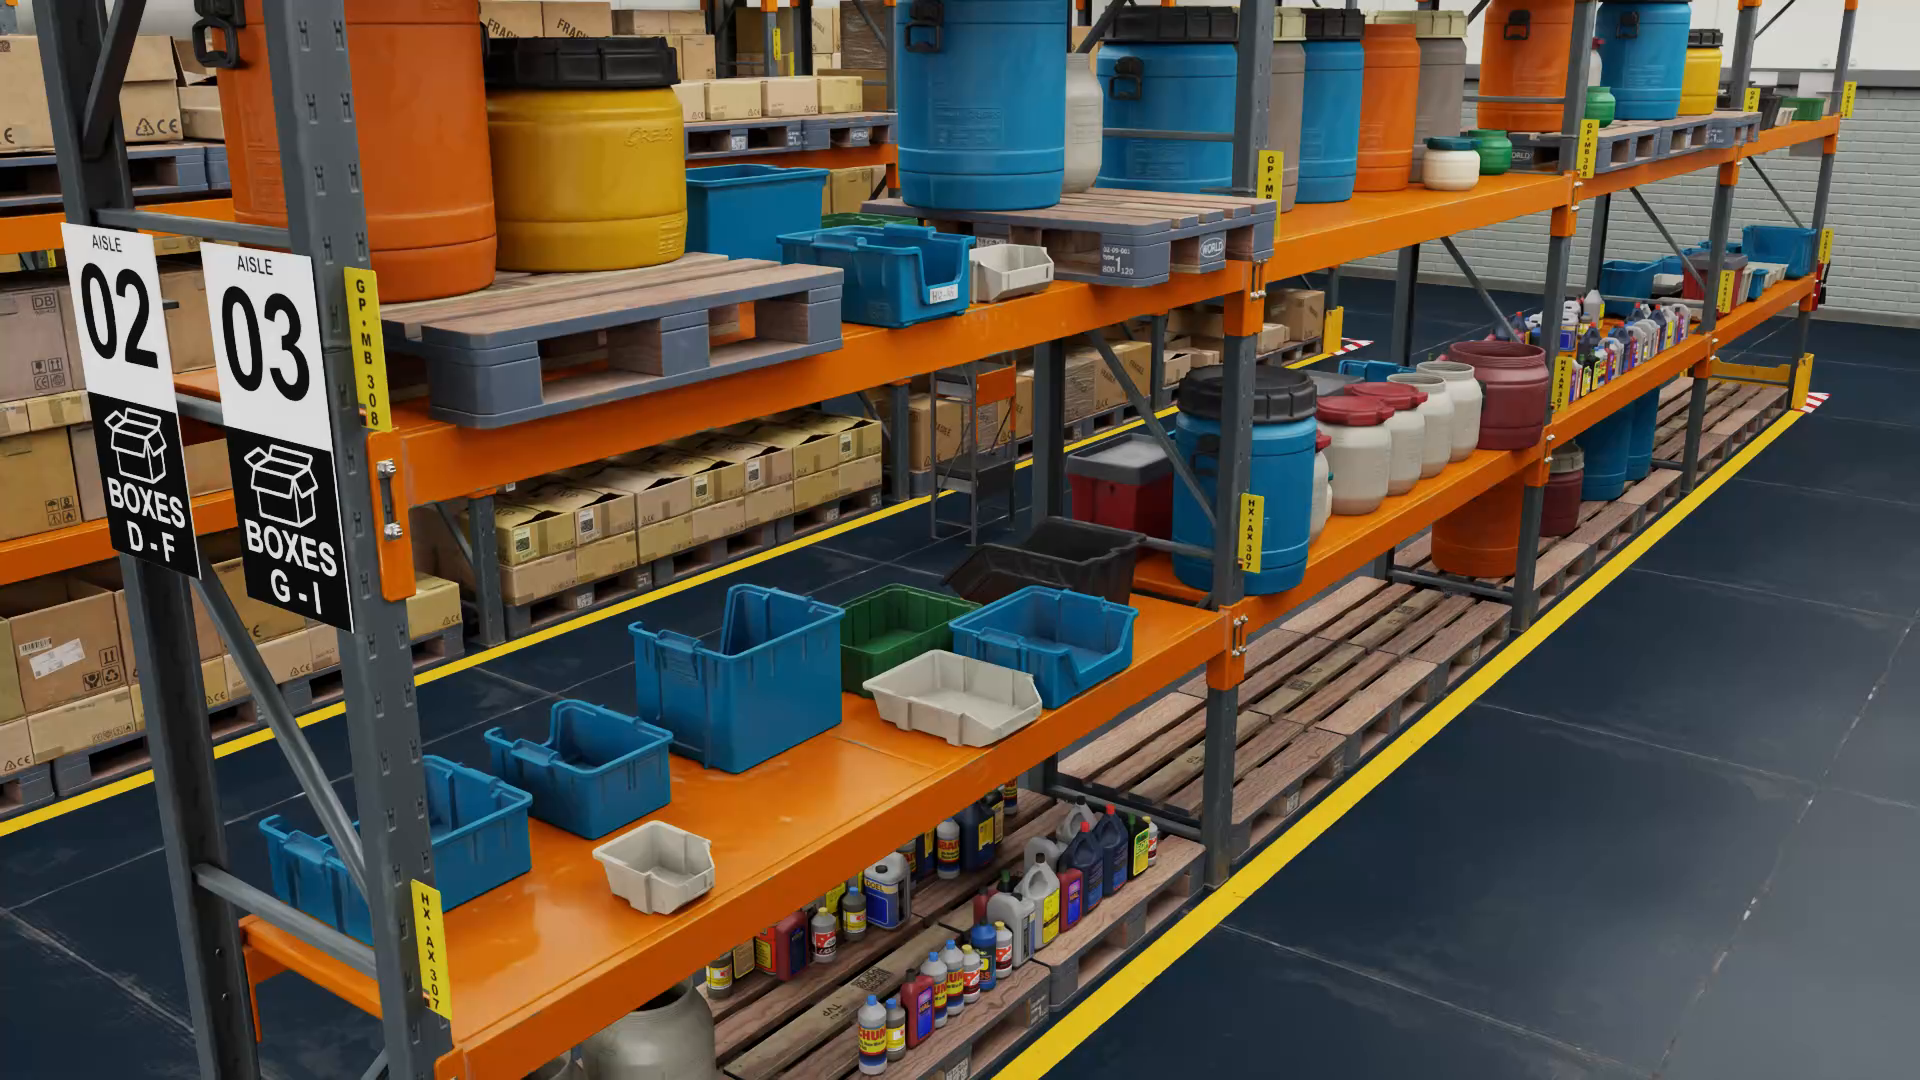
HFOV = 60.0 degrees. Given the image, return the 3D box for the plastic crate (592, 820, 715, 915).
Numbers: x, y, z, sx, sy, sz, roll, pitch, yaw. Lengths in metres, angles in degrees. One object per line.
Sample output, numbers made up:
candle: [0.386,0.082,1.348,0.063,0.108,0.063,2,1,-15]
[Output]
plastic crate: [-0.837,0.927,4.645,0.298,0.136,0.250,12,21,35]

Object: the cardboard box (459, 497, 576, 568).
cardboard box: [-2.775,-0.081,10.430,0.500,0.311,0.500,13,21,35]

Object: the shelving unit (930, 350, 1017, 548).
shelving unit: [0.099,-1.042,12.059,0.431,2.100,0.503,12,21,35]

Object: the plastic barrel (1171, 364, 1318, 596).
plastic barrel: [1.228,-0.273,7.220,0.600,0.901,0.708,12,21,35]

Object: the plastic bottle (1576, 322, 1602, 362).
plastic bottle: [4.378,-1.333,11.561,0.144,0.351,0.185,12,21,35]

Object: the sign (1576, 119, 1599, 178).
sign: [3.584,-2.235,9.502,0.100,0.325,0.005,12,21,35]

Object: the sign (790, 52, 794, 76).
sign: [-1.272,-3.600,12.849,0.100,0.325,0.005,12,21,35]

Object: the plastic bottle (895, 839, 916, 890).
plastic bottle: [-0.229,1.303,6.848,0.097,0.271,0.097,0,17,0]

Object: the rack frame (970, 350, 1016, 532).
rack frame: [0.244,-1.100,12.246,0.400,2.100,0.015,12,21,35]

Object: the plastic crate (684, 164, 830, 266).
plastic crate: [-0.734,-0.975,5.294,0.392,0.384,0.575,12,21,35]

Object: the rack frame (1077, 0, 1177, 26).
rack frame: [1.546,-5.642,15.238,1.000,3.000,0.127,12,21,35]

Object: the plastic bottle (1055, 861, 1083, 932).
plastic bottle: [0.425,1.388,6.555,0.061,0.283,0.133,14,22,38]

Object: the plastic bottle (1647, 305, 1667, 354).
plastic bottle: [5.127,-1.556,12.281,0.144,0.351,0.185,12,21,35]

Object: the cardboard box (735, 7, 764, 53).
cardboard box: [-2.206,-5.826,19.002,0.500,0.500,0.500,12,21,34]

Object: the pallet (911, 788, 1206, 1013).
pallet: [0.321,1.489,7.093,1.003,0.211,1.213,12,21,35]

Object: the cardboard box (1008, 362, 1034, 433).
cardboard box: [0.580,-1.268,14.742,0.500,0.500,0.500,12,21,33]

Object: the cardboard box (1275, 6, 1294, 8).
cardboard box: [3.058,-5.320,17.405,0.700,0.500,0.500,12,21,35]

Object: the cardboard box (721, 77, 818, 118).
cardboard box: [-1.360,-3.140,11.783,0.500,0.250,0.500,13,22,36]

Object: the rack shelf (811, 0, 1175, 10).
rack shelf: [0.354,-4.631,13.870,1.077,0.370,4.000,12,21,35]

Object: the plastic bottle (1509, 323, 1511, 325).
plastic bottle: [3.907,-1.412,11.930,0.061,0.283,0.133,12,21,35]

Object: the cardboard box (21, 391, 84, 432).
cardboard box: [-4.432,-0.639,7.981,0.380,0.149,0.250,12,21,34]

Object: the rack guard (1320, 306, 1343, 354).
rack guard: [3.884,-2.518,19.508,1.175,0.500,0.348,12,21,35]

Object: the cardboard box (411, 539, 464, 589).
cardboard box: [-3.207,0.091,10.821,0.500,0.250,0.500,12,21,34]

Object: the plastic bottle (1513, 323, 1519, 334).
plastic bottle: [3.956,-1.401,11.895,0.061,0.283,0.133,12,21,35]

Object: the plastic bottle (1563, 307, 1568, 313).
plastic bottle: [4.631,-1.686,12.833,0.097,0.271,0.097,0,17,0]

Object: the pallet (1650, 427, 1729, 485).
pallet: [5.929,-0.751,14.306,1.003,0.211,1.213,12,21,35]

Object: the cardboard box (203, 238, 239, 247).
cardboard box: [-6.165,-2.413,14.046,0.700,0.500,0.500,16,24,42]

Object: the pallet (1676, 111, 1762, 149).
pallet: [5.133,-3.039,12.233,1.213,0.211,1.003,12,21,35]

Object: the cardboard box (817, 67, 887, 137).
cardboard box: [-0.605,-3.414,12.954,0.910,0.500,0.500,12,21,35]

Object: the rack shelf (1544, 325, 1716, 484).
rack shelf: [4.330,-1.081,11.879,1.077,0.370,4.000,12,21,35]

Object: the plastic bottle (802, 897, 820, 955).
plastic bottle: [-0.631,1.445,6.384,0.152,0.276,0.135,12,21,33]

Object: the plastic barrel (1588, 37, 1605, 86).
plastic barrel: [4.074,-3.095,11.157,0.433,0.535,0.433,0,17,0]

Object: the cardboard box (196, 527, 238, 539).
cardboard box: [-4.344,0.176,9.282,0.500,0.500,0.500,12,21,35]

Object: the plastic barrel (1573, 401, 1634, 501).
plastic barrel: [4.762,-0.804,12.605,0.600,0.901,0.708,12,21,35]

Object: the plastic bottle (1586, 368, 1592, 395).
plastic bottle: [4.102,-1.064,10.947,0.097,0.201,0.097,0,17,0]

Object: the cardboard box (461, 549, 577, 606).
cardboard box: [-2.782,0.189,10.506,0.500,0.250,0.500,12,21,33]

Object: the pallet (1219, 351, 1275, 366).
pallet: [2.682,-1.900,18.008,1.003,0.211,1.213,12,21,35]

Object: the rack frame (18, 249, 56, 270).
rack frame: [-7.201,-1.746,12.808,1.000,3.000,0.127,12,21,35]

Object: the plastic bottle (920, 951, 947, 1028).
plastic bottle: [-0.094,1.592,5.918,0.097,0.271,0.097,0,17,0]

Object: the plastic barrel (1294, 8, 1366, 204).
plastic barrel: [1.663,-2.138,8.168,0.600,0.901,0.708,12,21,35]

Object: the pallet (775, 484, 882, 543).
pallet: [-1.359,-0.303,12.865,1.003,0.211,1.213,12,21,35]

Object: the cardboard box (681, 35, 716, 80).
cardboard box: [-3.047,-5.152,17.807,0.700,0.500,0.500,11,20,32]

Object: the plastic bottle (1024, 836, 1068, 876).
plastic bottle: [0.354,1.325,6.769,0.152,0.276,0.135,12,21,35]

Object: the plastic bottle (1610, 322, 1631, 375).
plastic bottle: [4.580,-1.338,11.578,0.144,0.351,0.185,12,21,35]

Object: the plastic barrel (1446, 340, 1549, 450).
plastic barrel: [3.105,-0.849,9.690,0.600,0.536,0.708,12,21,35]

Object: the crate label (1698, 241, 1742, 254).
crate label: [7.493,-2.802,16.388,0.416,0.233,0.303,12,21,35]

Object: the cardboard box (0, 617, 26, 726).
cardboard box: [-4.810,0.628,7.828,0.500,0.500,0.500,12,21,35]

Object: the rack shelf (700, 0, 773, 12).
rack shelf: [-3.626,-5.505,16.686,1.077,0.370,4.000,12,21,35]

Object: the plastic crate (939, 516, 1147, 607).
plastic crate: [0.341,0.137,6.851,0.767,0.338,0.504,12,21,35]

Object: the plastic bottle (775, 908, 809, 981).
plastic bottle: [-0.628,1.493,6.216,0.061,0.283,0.133,12,21,35]

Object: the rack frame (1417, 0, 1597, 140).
rack frame: [3.138,-3.813,9.349,1.000,3.000,0.127,12,21,35]

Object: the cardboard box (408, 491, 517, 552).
cardboard box: [-3.210,-0.174,10.728,0.500,0.311,0.500,12,21,35]

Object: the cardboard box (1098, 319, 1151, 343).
cardboard box: [1.657,-1.979,17.032,0.500,0.500,0.500,12,21,35]

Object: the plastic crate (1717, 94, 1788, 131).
plastic crate: [6.482,-3.518,13.678,0.497,0.269,0.590,12,21,35]

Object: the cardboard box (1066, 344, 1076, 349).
cardboard box: [0.753,-1.592,15.786,0.500,0.500,0.500,13,21,35]
